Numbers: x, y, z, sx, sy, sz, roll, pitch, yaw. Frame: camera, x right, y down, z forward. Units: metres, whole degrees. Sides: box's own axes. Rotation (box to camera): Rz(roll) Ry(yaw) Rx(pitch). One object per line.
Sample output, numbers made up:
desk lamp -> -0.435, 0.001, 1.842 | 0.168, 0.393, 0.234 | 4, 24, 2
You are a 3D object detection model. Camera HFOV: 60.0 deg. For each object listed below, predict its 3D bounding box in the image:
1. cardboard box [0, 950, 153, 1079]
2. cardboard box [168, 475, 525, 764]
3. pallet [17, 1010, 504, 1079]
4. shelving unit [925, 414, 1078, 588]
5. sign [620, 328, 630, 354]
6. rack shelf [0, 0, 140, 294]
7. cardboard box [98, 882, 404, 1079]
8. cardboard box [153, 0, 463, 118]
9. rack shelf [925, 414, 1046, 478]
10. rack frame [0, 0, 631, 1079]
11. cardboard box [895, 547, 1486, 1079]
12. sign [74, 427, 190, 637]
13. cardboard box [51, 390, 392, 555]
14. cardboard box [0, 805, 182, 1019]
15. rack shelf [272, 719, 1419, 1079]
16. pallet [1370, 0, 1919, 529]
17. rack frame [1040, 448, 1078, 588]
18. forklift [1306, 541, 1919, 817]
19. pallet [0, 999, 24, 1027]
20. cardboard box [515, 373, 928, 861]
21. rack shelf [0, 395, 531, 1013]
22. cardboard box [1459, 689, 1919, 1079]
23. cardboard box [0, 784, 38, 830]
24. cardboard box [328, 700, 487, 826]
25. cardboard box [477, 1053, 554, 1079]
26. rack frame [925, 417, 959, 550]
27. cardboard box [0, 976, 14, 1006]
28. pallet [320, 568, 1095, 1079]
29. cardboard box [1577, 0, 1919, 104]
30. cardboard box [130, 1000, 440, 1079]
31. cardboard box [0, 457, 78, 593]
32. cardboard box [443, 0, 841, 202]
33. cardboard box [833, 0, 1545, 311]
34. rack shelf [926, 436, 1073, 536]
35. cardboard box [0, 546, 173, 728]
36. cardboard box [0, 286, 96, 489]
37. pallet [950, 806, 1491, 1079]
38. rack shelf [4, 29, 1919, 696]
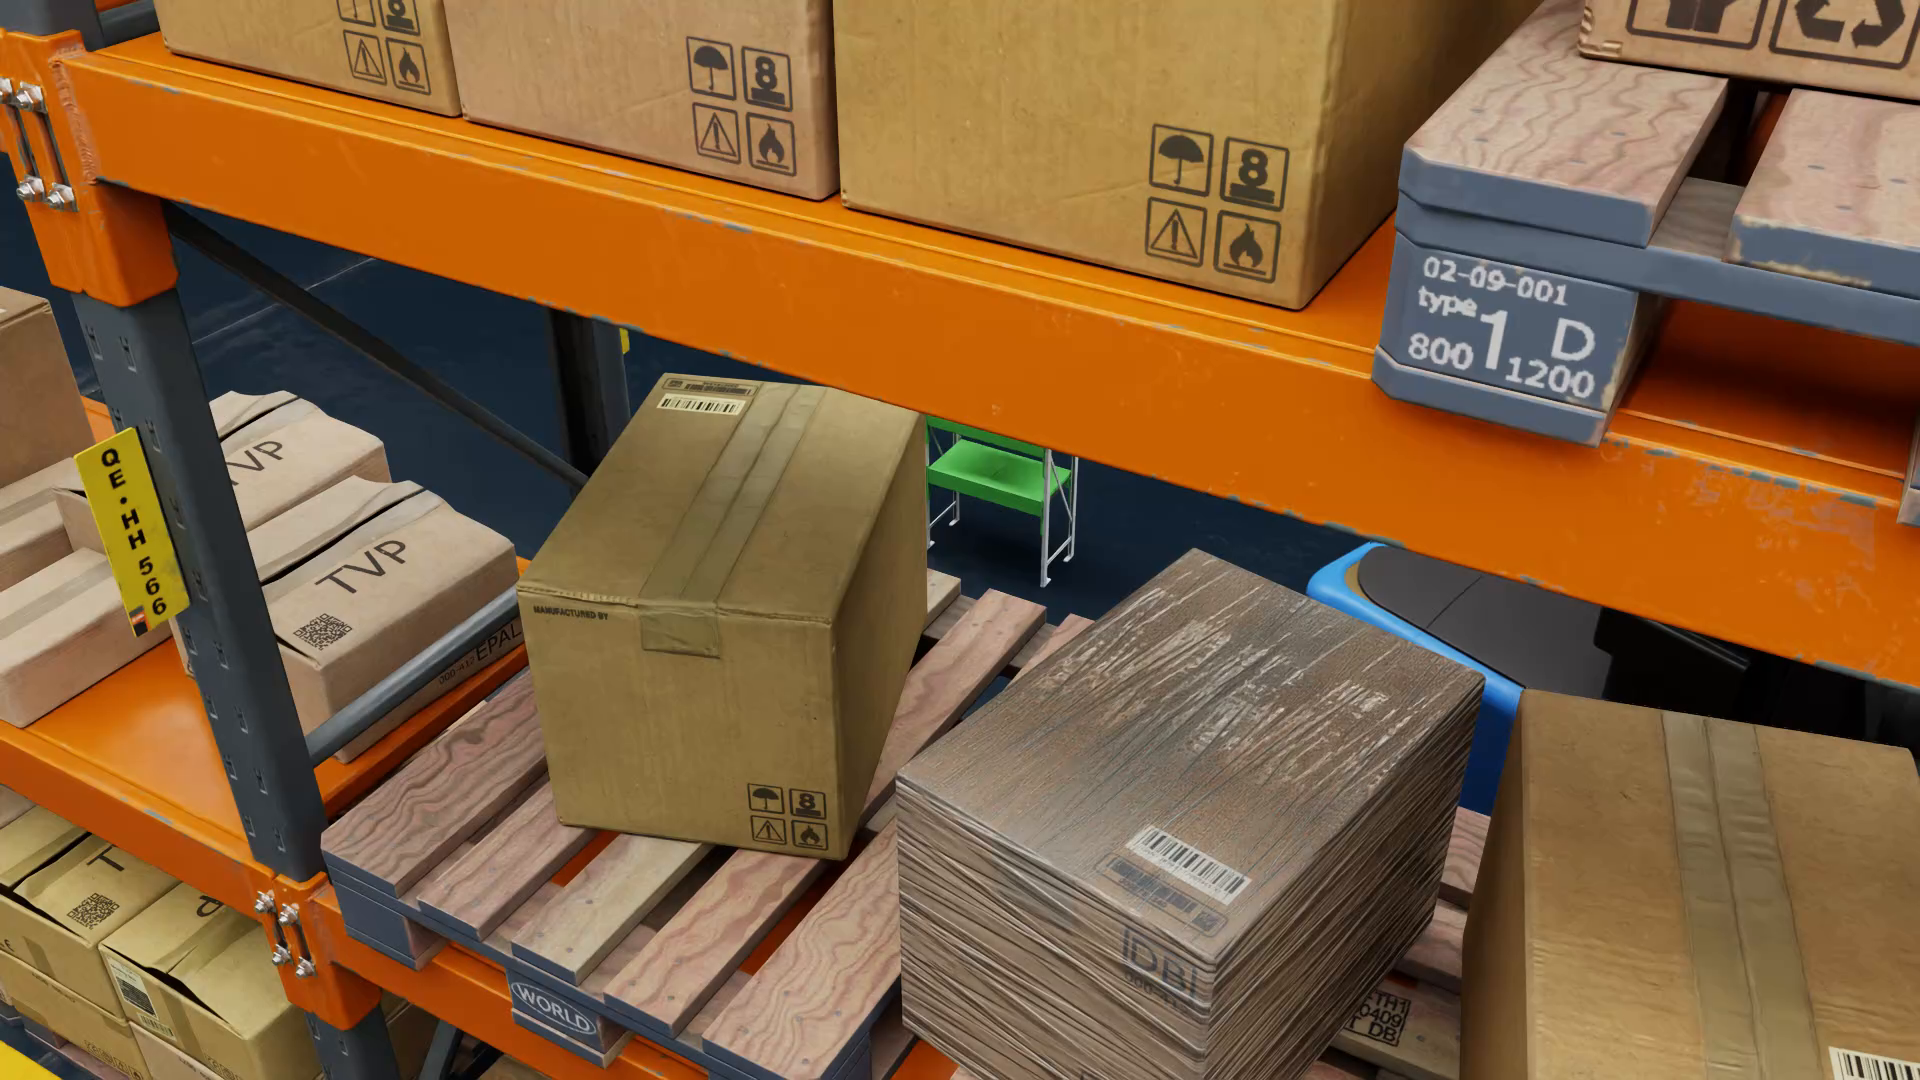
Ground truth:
cardboard box -> -2.001, 1.008, 4.132 | 0.500, 0.250, 0.500 | 17, 37, 24
cardboard box -> -1.268, 0.122, 3.441 | 0.500, 0.311, 0.500 | 20, 39, 27
pallet -> -1.669, 1.121, 4.376 | 1.213, 0.211, 1.003 | 18, 37, 24
shelving unit -> 0.144, -0.454, 5.849 | 0.503, 1.200, 0.258 | 18, 37, 24
sign -> -0.713, -0.507, 3.332 | 0.005, 0.325, 0.100 | 18, 37, 24
rack shelf -> -2.710, -1.293, 3.429 | 4.000, 0.370, 1.077 | 18, 37, 24
cardboard box -> -1.551, 0.916, 3.763 | 0.500, 0.311, 0.500 | 19, 38, 26
cardboard box -> -0.578, -0.981, 2.220 | 0.500, 0.500, 0.910 | 18, 37, 24
rack shelf -> 0.144, -0.401, 5.885 | 0.480, 0.148, 0.258 | 18, 37, 24
rack frame -> -0.974, 0.206, 3.235 | 0.127, 3.000, 1.000 | 18, 37, 24
cardboard box -> 0.328, 0.452, 2.396 | 0.500, 0.500, 0.700 | 25, 41, 33
sign -> -1.246, -0.008, 2.511 | 0.005, 0.325, 0.100 | 18, 37, 24
cardboard box -> -1.654, -0.096, 3.769 | 0.500, 0.311, 0.500 | 17, 37, 24
cardboard box -> -2.005, 0.777, 3.973 | 0.500, 0.311, 0.500 | 17, 37, 24
rack shelf -> 0.763, 1.055, 2.608 | 4.000, 0.370, 1.077 | 18, 37, 24
pallet -> 1.066, -0.361, 1.550 | 1.003, 0.211, 1.213 | 18, 37, 24
rack frame -> 0.356, -0.387, 5.748 | 0.015, 1.200, 0.240 | 18, 37, 24
forklift -> 2.190, 0.219, 3.276 | 1.130, 2.935, 3.031 | -25, 41, -32
pallet -> -2.724, 0.785, 4.880 | 1.213, 0.211, 1.003 | 18, 37, 24
cardboard box -> -0.371, 0.108, 2.912 | 0.500, 0.500, 0.700 | 6, 34, 9
rack shelf -> -2.710, -0.045, 4.260 | 4.000, 0.370, 1.077 | 18, 37, 24
cardboard box -> 0.935, 0.633, 2.124 | 0.500, 0.500, 0.700 | 8, 35, 12
cardboard box -> -2.442, 0.637, 4.184 | 0.500, 0.311, 0.500 | 17, 37, 24
cardboard box -> -1.283, 0.657, 4.154 | 0.500, 0.311, 0.500 | 19, 38, 26
cardboard box -> -0.720, 1.326, 3.411 | 0.500, 0.500, 0.500 | 19, 38, 26
rack frame -> -0.068, -0.521, 5.950 | 0.015, 1.200, 0.240 | 18, 37, 24
cardboard box -> -2.436, 0.868, 4.342 | 0.500, 0.250, 0.500 | 18, 38, 25
pallet -> -0.350, 0.438, 3.059 | 1.003, 0.211, 1.213 | 18, 37, 24
cardboard box -> 0.939, -0.740, 1.390 | 0.600, 0.600, 0.600 | 16, 37, 23
cardboard box -> -1.552, 1.148, 3.921 | 0.500, 0.250, 0.500 | 19, 38, 25
cardboard box -> -2.109, -0.013, 3.790 | 0.250, 0.149, 0.380 | 21, 39, 28
cardboard box -> -0.135, -0.840, 2.009 | 0.500, 0.500, 0.910 | 18, 37, 24
cardboard box -> 0.316, -0.697, 1.794 | 0.500, 0.500, 0.910 | 18, 37, 24
rack shelf -> 0.144, -0.201, 6.018 | 0.480, 0.148, 0.258 | 18, 37, 24
cardboard box -> -1.892, 0.196, 3.476 | 0.250, 0.149, 0.380 | 18, 37, 24
cardboard box -> -2.439, -0.289, 3.888 | 0.500, 0.500, 0.500 | 16, 37, 22
pallet -> 0.717, 0.818, 2.488 | 1.213, 0.211, 1.003 | 18, 37, 24
rack shelf -> 0.763, -0.193, 1.777 | 4.000, 0.370, 1.077 | 18, 37, 24
